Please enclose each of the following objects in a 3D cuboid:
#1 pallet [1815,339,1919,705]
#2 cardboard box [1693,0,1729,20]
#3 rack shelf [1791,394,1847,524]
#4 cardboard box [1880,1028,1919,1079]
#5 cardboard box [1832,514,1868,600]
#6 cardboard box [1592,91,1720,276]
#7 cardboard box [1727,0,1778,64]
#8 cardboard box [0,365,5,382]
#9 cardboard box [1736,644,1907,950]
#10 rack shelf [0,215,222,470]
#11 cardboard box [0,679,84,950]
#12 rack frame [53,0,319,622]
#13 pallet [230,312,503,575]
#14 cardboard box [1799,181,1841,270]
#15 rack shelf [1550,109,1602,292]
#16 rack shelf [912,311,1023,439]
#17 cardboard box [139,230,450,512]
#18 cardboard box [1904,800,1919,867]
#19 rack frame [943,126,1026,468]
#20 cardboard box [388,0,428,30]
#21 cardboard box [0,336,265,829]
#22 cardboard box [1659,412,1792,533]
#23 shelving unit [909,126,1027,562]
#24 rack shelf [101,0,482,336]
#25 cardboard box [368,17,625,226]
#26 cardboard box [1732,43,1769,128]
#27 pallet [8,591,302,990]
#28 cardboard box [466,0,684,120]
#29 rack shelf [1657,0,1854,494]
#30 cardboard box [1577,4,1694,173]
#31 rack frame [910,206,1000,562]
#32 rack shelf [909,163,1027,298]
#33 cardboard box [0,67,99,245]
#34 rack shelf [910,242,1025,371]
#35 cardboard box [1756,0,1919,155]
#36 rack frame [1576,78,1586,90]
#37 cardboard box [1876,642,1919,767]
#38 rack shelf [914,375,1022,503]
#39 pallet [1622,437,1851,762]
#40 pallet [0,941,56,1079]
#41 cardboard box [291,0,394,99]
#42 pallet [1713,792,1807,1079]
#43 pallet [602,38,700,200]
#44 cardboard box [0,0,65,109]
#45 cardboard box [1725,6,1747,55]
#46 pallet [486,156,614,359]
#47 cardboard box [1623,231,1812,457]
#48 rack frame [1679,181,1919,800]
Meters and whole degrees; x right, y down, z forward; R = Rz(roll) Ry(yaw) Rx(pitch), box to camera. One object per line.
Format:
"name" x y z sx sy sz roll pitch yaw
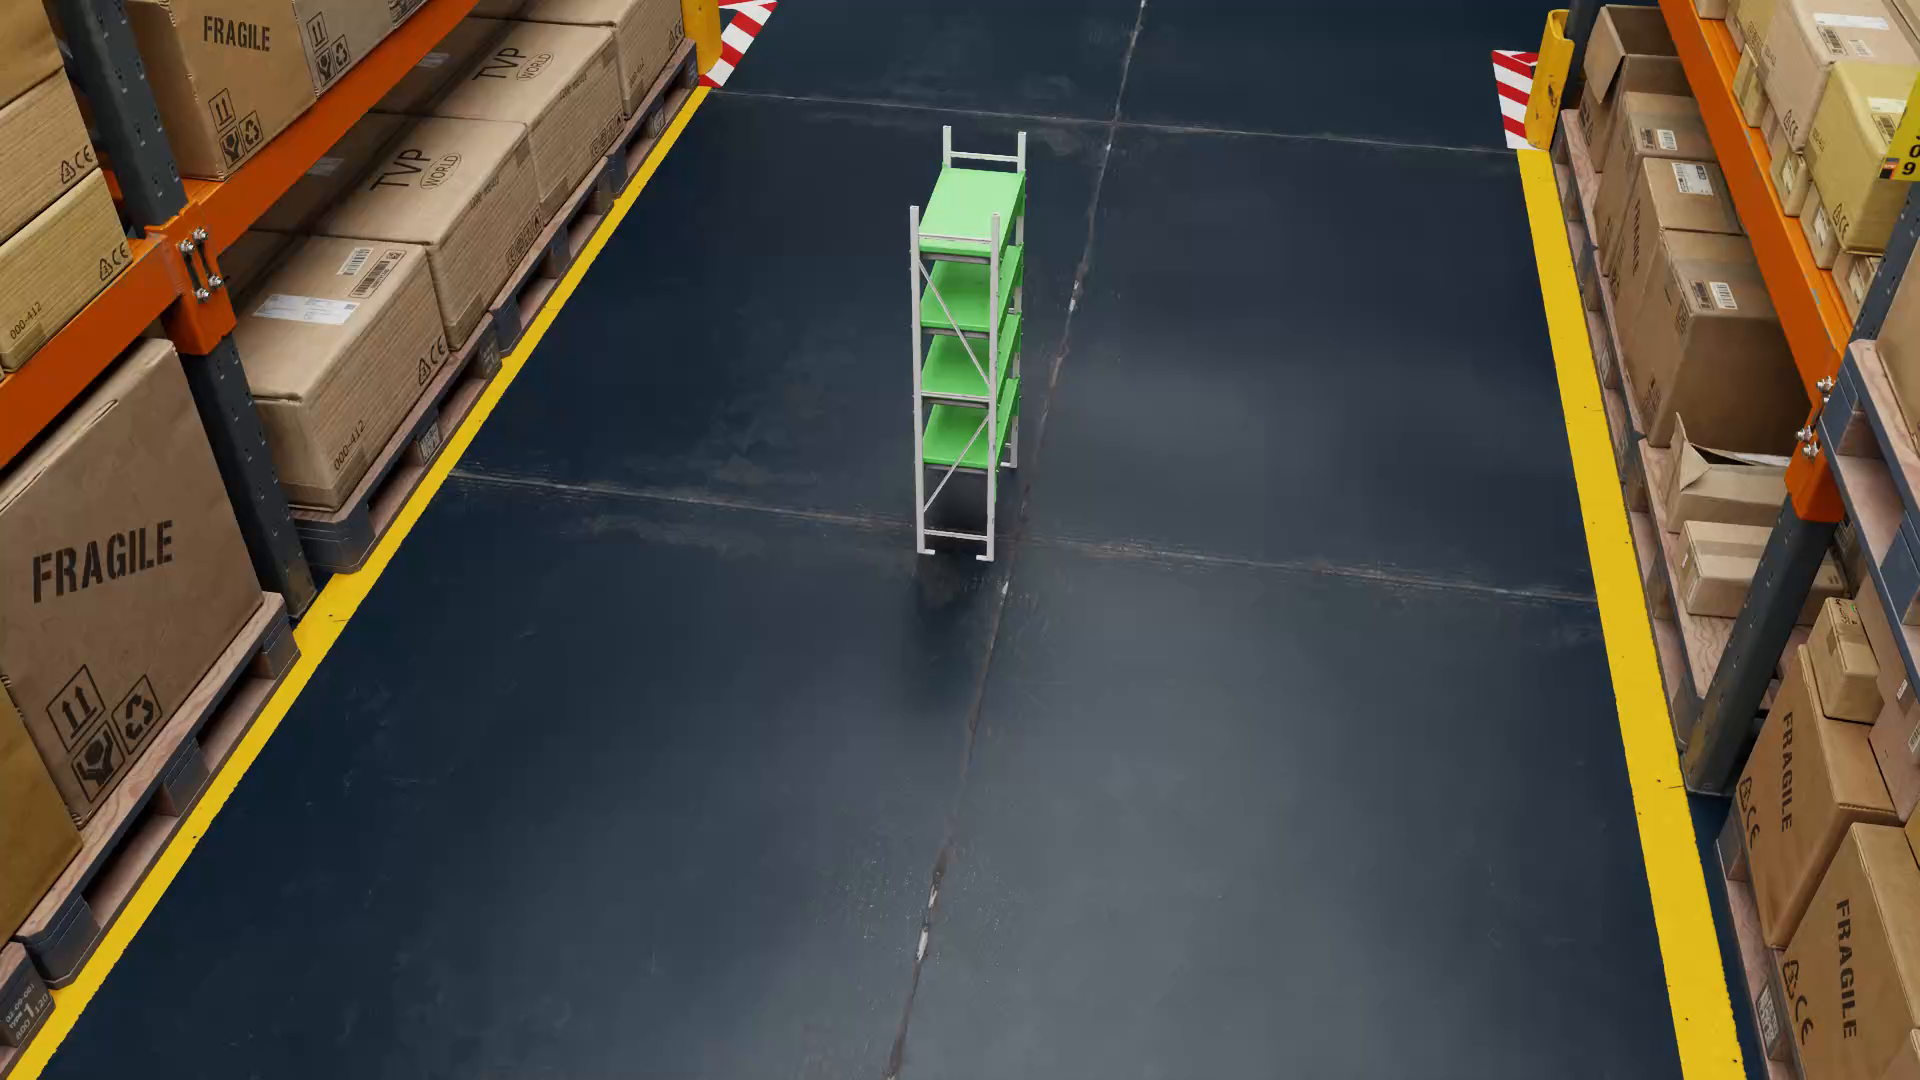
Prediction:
"pallet" 2.192 0.101 2.925 1.003 0.211 1.213 6 40 8
"cardboard box" 2.506 -1.729 5.185 0.380 0.149 0.250 7 40 9
"rack shelf" 2.092 1.070 2.166 1.077 0.370 4.000 6 40 8
"cardboard box" 1.959 1.266 2.997 0.500 0.500 0.500 5 40 6
"cardboard box" 2.785 0.023 4.648 0.500 0.311 0.500 8 40 9
"cardboard box" 2.745 -1.266 6.059 0.700 0.500 0.500 8 40 9
"cardboard box" 2.457 -1.493 4.587 0.500 0.250 0.500 6 40 7
"cardboard box" -2.370 -0.321 3.402 0.500 0.250 0.500 6 40 7
"cardboard box" 2.133 0.618 3.781 0.500 0.500 0.500 8 40 10
"rack shelf" -2.798 0.525 2.826 1.077 0.370 4.000 6 40 8
"cardboard box" -2.629 0.615 3.490 0.875 0.875 0.875 7 40 9
"rack frame" -2.452 -1.008 4.115 1.000 3.000 0.127 6 40 8
"pallet" -2.243 -0.401 5.570 1.003 0.211 1.213 6 40 8
"cardboard box" 2.268 -0.759 4.012 0.380 0.149 0.250 7 40 9
"rack shelf" -12.545 -0.712 3.915 30.696 2.800 11.642 6 40 8
"rack shelf" 0.029 -0.517 5.034 0.258 0.148 0.480 6 40 8
"cardboard box" -2.237 -0.564 5.259 0.875 0.438 0.875 6 40 7
"cardboard box" 2.109 0.629 3.258 0.380 0.149 0.250 4 40 5
"rack frame" 0.071 -0.719 5.179 0.240 1.200 0.015 6 40 8
"cardboard box" -1.929 -1.938 5.162 0.500 0.500 0.500 7 40 8
"cardboard box" -2.480 0.047 4.176 0.875 0.875 0.875 8 40 9
"cardboard box" 2.307 -0.177 4.926 0.396 0.266 0.258 8 40 9
"shelving unit" 0.029 -0.566 4.993 0.258 1.200 0.503 6 40 8
"rack shelf" -2.105 -1.985 5.862 1.077 0.370 4.000 6 40 8
"cardboard box" -1.925 -1.692 6.623 0.875 0.438 0.875 7 40 9
"cardboard box" 2.378 -1.250 4.605 0.380 0.149 0.250 6 40 7
"pallet" -2.511 0.560 4.407 1.003 0.211 1.213 6 40 8
"cardboard box" -1.775 -2.267 7.319 0.875 0.438 0.875 5 40 6
"rack shelf" 2.784 -1.440 5.203 1.077 0.370 4.000 6 40 8
"cardboard box" 2.931 -1.799 6.702 0.797 0.503 0.637 5 40 6
"rack frame" -0.014 -0.413 4.808 0.240 1.200 0.015 6 40 8
"rack shelf" 0.029 -0.887 4.728 0.258 0.148 0.480 6 40 8
"cardboard box" -2.288 -0.839 3.636 0.500 0.250 0.500 6 40 8
"rack shelf" 0.029 -0.702 4.881 0.258 0.148 0.480 6 40 8
"cardboard box" 2.358 -1.182 4.210 0.500 0.250 0.500 7 40 8
"rack frame" 3.127 -2.973 6.492 0.949 2.616 0.053 6 40 8
"cardboard box" 2.116 0.339 3.376 0.380 0.149 0.250 5 40 6
"rack shelf" 0.029 -0.332 5.187 0.258 0.148 0.480 6 40 8
"pallet" 2.558 0.181 4.865 1.003 0.211 1.213 6 40 8
"pallet" -2.720 1.328 3.479 1.003 0.211 1.213 6 40 8
"cardboard box" -2.021 -1.627 4.785 0.500 0.500 0.500 7 40 8
"pallet" 2.334 1.127 3.722 1.003 0.211 1.213 6 40 8
"pallet" -1.821 -1.933 7.422 1.003 0.211 1.213 6 40 8
"cardboard box" -2.282 -1.123 3.391 0.500 0.500 0.500 8 40 9
"cardboard box" 2.529 -1.560 4.980 0.380 0.149 0.250 6 40 8
"pallet" -2.034 -1.169 6.499 1.003 0.211 1.213 6 40 8
"cardboard box" 2.565 -0.614 5.271 0.700 0.500 0.500 5 40 6
"rack frame" 2.438 -0.463 3.455 1.000 3.000 0.127 6 40 8
